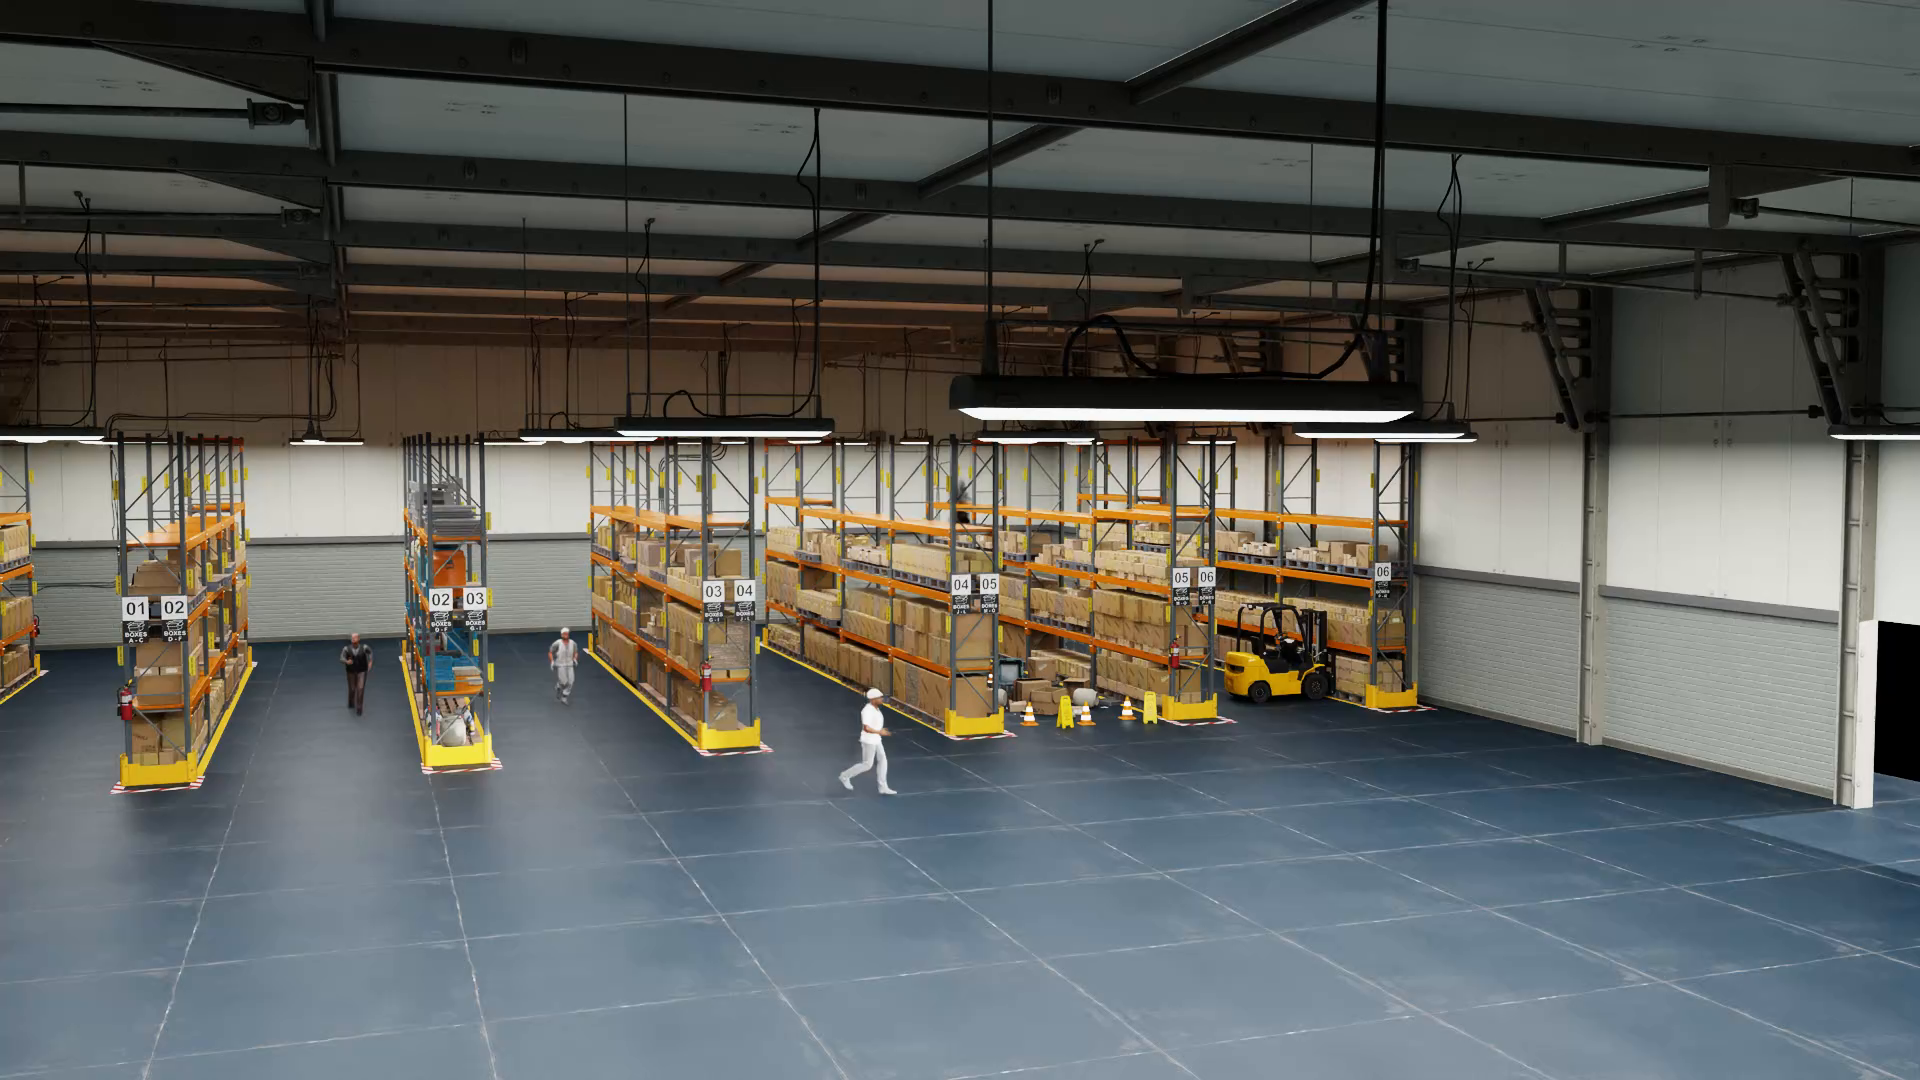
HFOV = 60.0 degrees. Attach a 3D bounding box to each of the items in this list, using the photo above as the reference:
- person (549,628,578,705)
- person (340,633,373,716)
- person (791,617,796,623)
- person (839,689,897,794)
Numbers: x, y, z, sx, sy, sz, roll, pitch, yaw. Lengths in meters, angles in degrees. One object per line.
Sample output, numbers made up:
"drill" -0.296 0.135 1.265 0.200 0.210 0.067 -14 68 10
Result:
"person" -8.790 2.810 36.981 0.659 1.733 0.634 -2 4 -33
"person" -13.010 2.872 35.864 0.667 1.741 0.969 -1 3 -17
"person" -4.869 2.102 49.534 0.590 1.727 0.648 -2 4 -26
"person" -1.517 3.320 27.386 0.955 1.753 0.681 1 3 9
